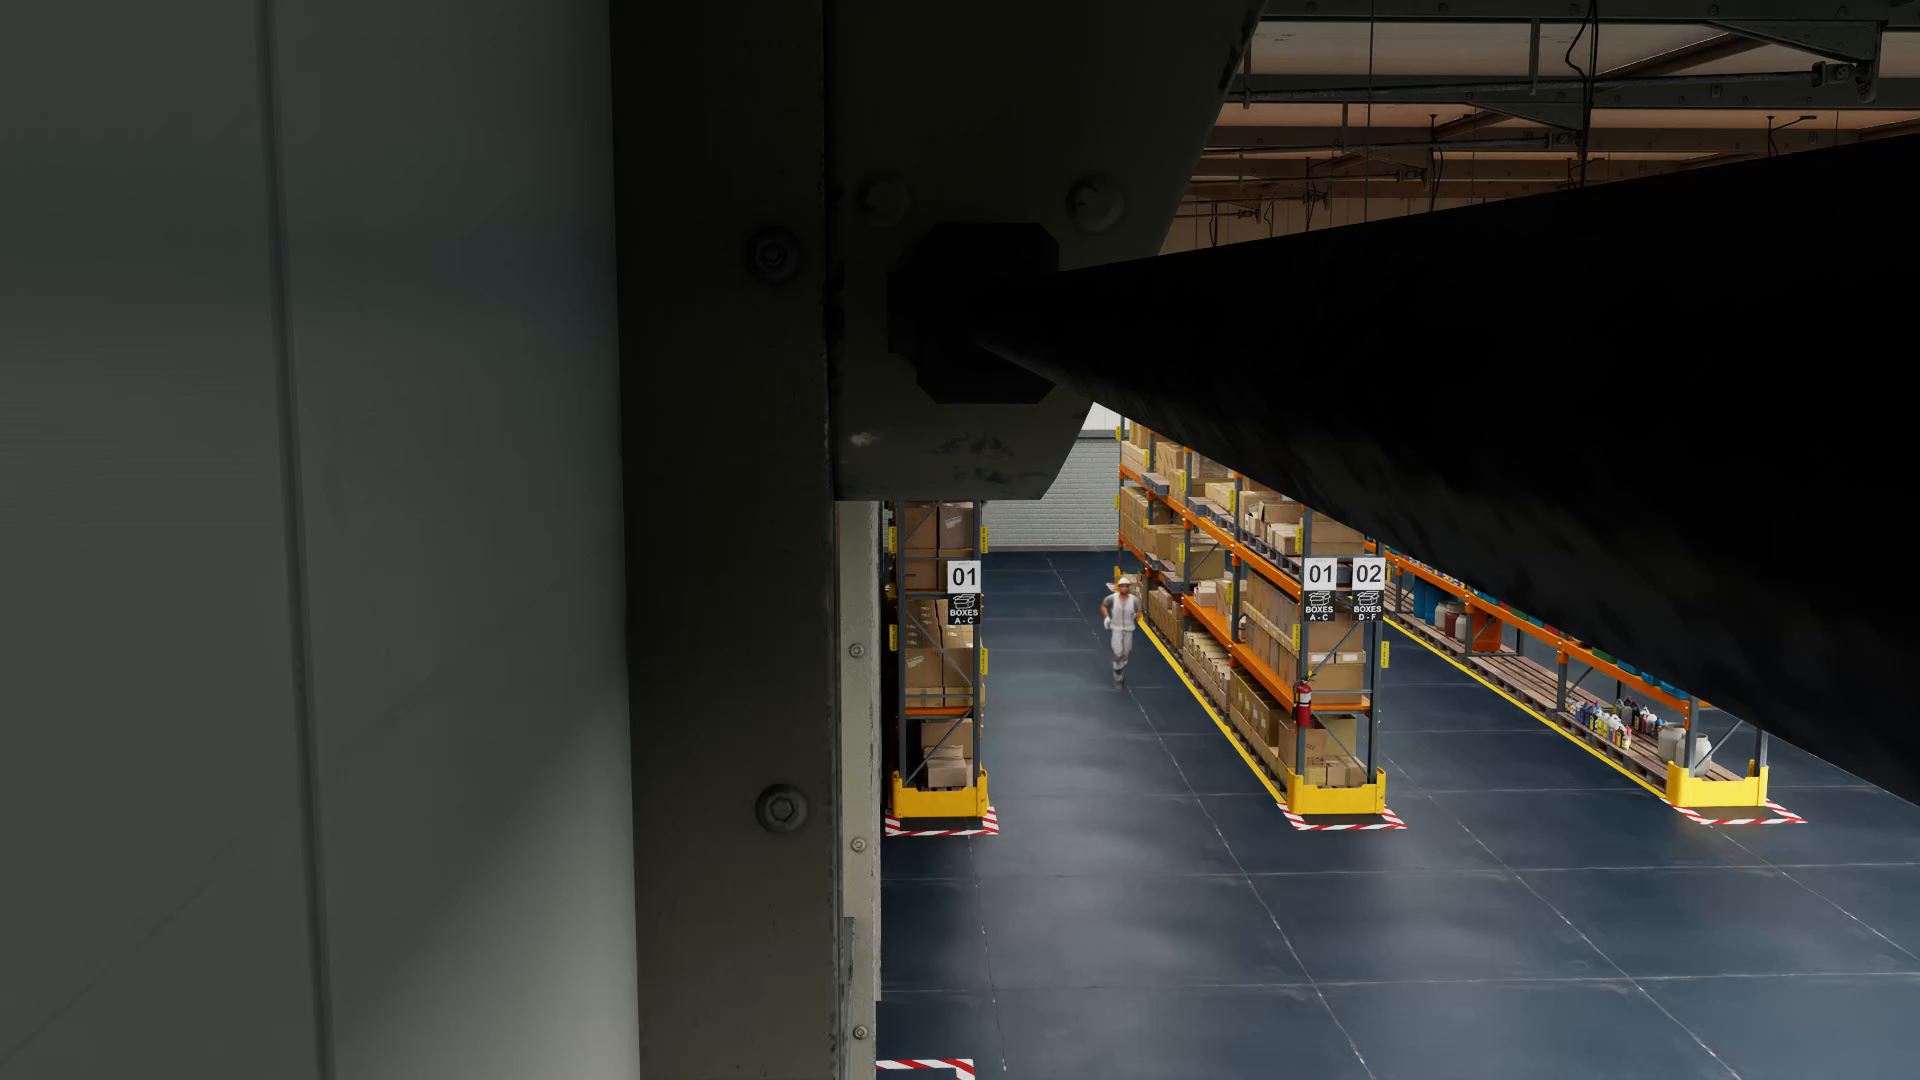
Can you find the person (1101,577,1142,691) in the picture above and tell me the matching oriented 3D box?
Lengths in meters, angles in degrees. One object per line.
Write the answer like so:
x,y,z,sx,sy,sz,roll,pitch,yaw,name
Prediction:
2.671,1.526,27.321,0.633,1.848,0.803,-1,8,-5,person
